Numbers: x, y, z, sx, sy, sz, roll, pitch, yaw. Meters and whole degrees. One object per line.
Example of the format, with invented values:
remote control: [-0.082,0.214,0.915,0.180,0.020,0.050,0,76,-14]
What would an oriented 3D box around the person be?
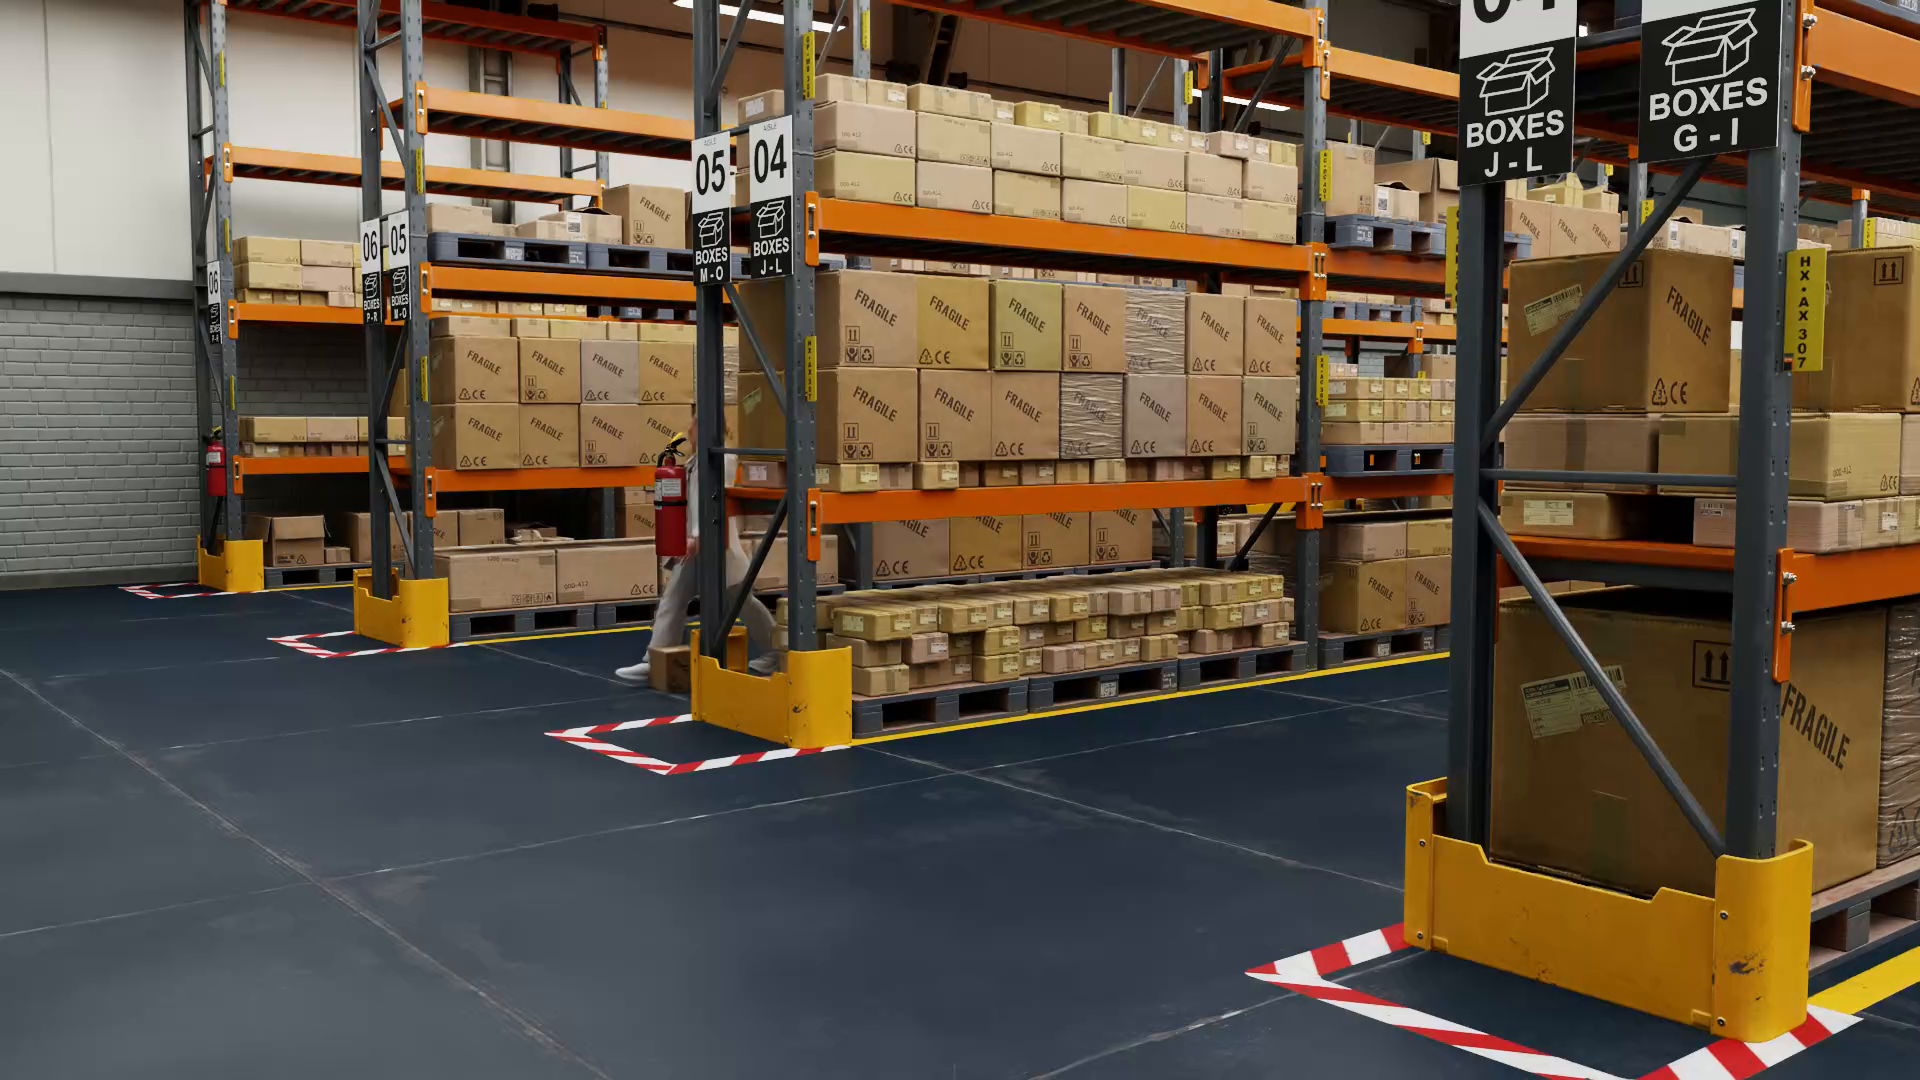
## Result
person: [-1.588,0.027,10.494,1.151,1.726,0.602,-3,5,-33]
